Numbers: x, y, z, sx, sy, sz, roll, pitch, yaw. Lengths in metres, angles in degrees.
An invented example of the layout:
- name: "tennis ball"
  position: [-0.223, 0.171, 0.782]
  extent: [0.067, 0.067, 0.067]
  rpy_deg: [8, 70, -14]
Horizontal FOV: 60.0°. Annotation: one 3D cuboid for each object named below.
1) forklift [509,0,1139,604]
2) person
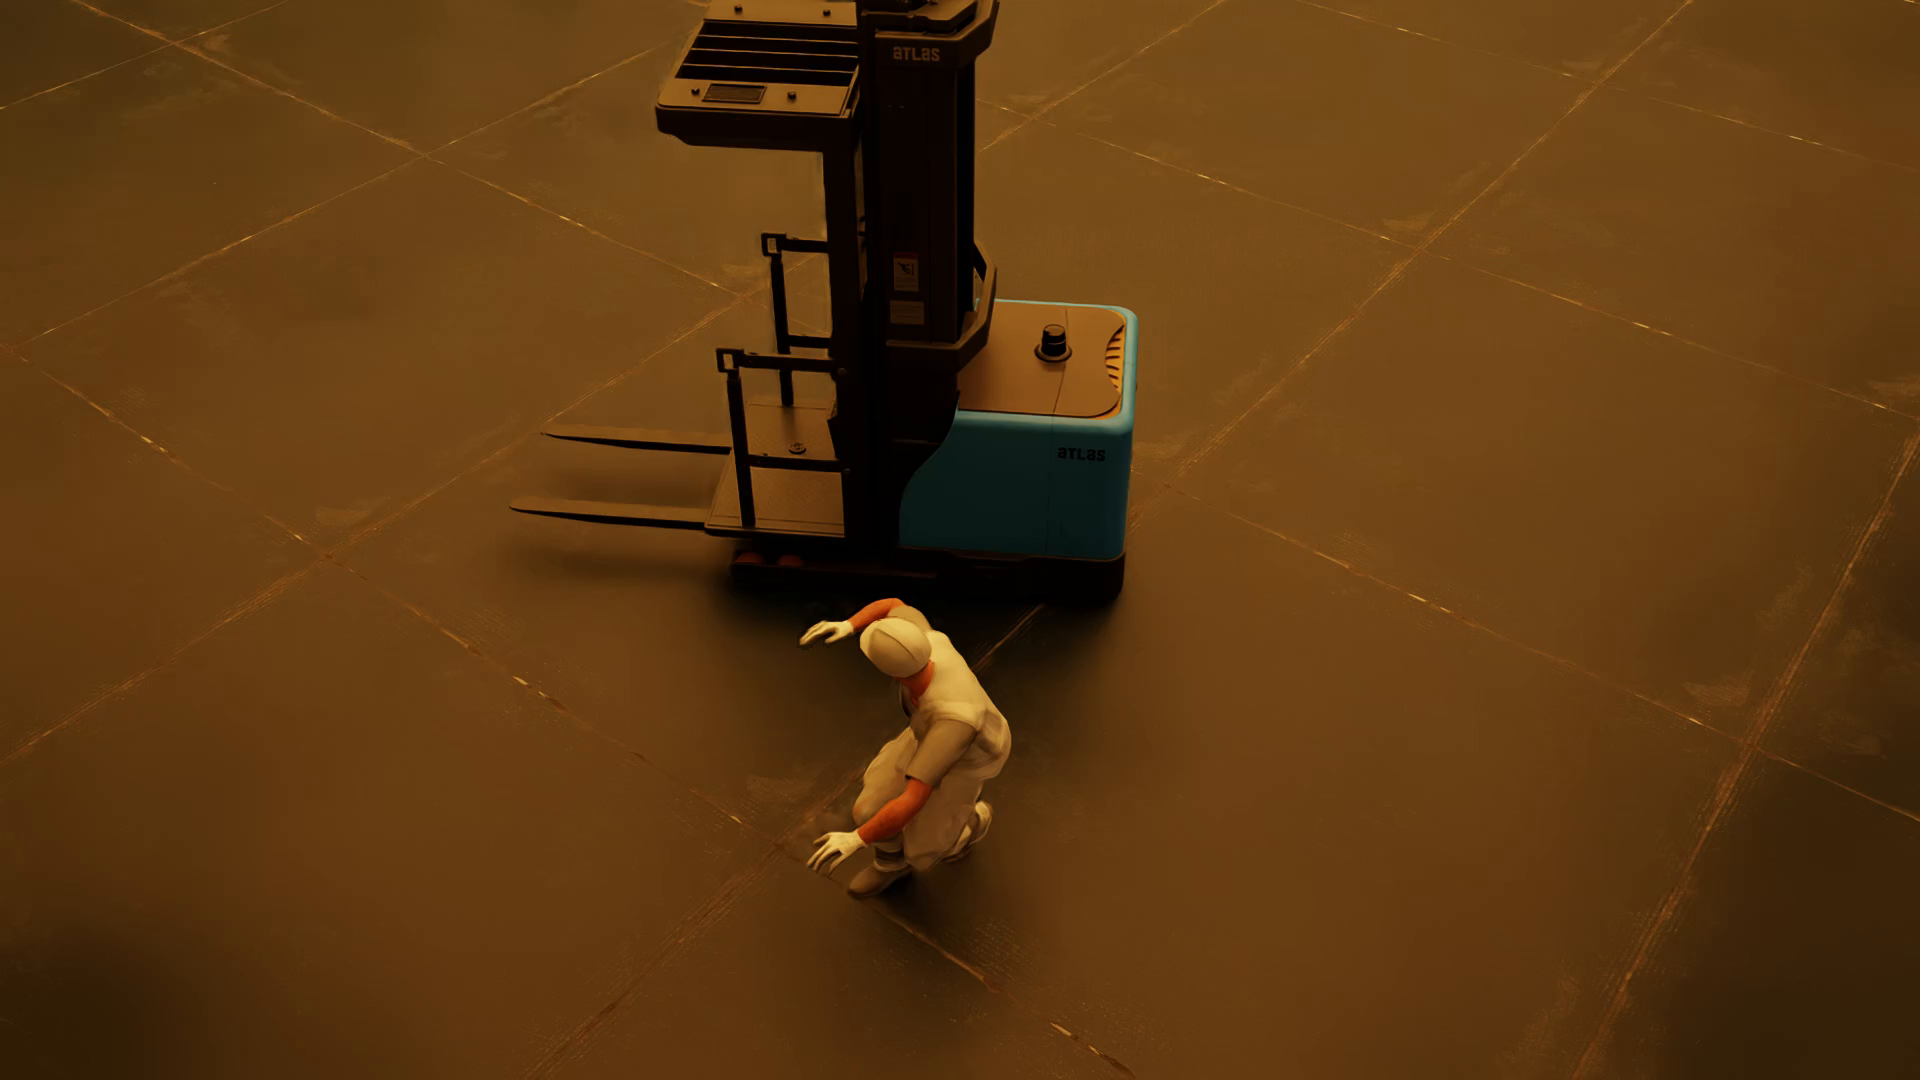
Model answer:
- name: "forklift"
  position: [-0.681, -1.216, 7.500]
  extent: [3.031, 2.935, 1.130]
  rpy_deg: [4, 41, 5]
- name: "person"
  position: [-0.300, 0.853, 6.191]
  extent: [1.020, 1.481, 0.788]
  rpy_deg: [-29, 48, -30]
